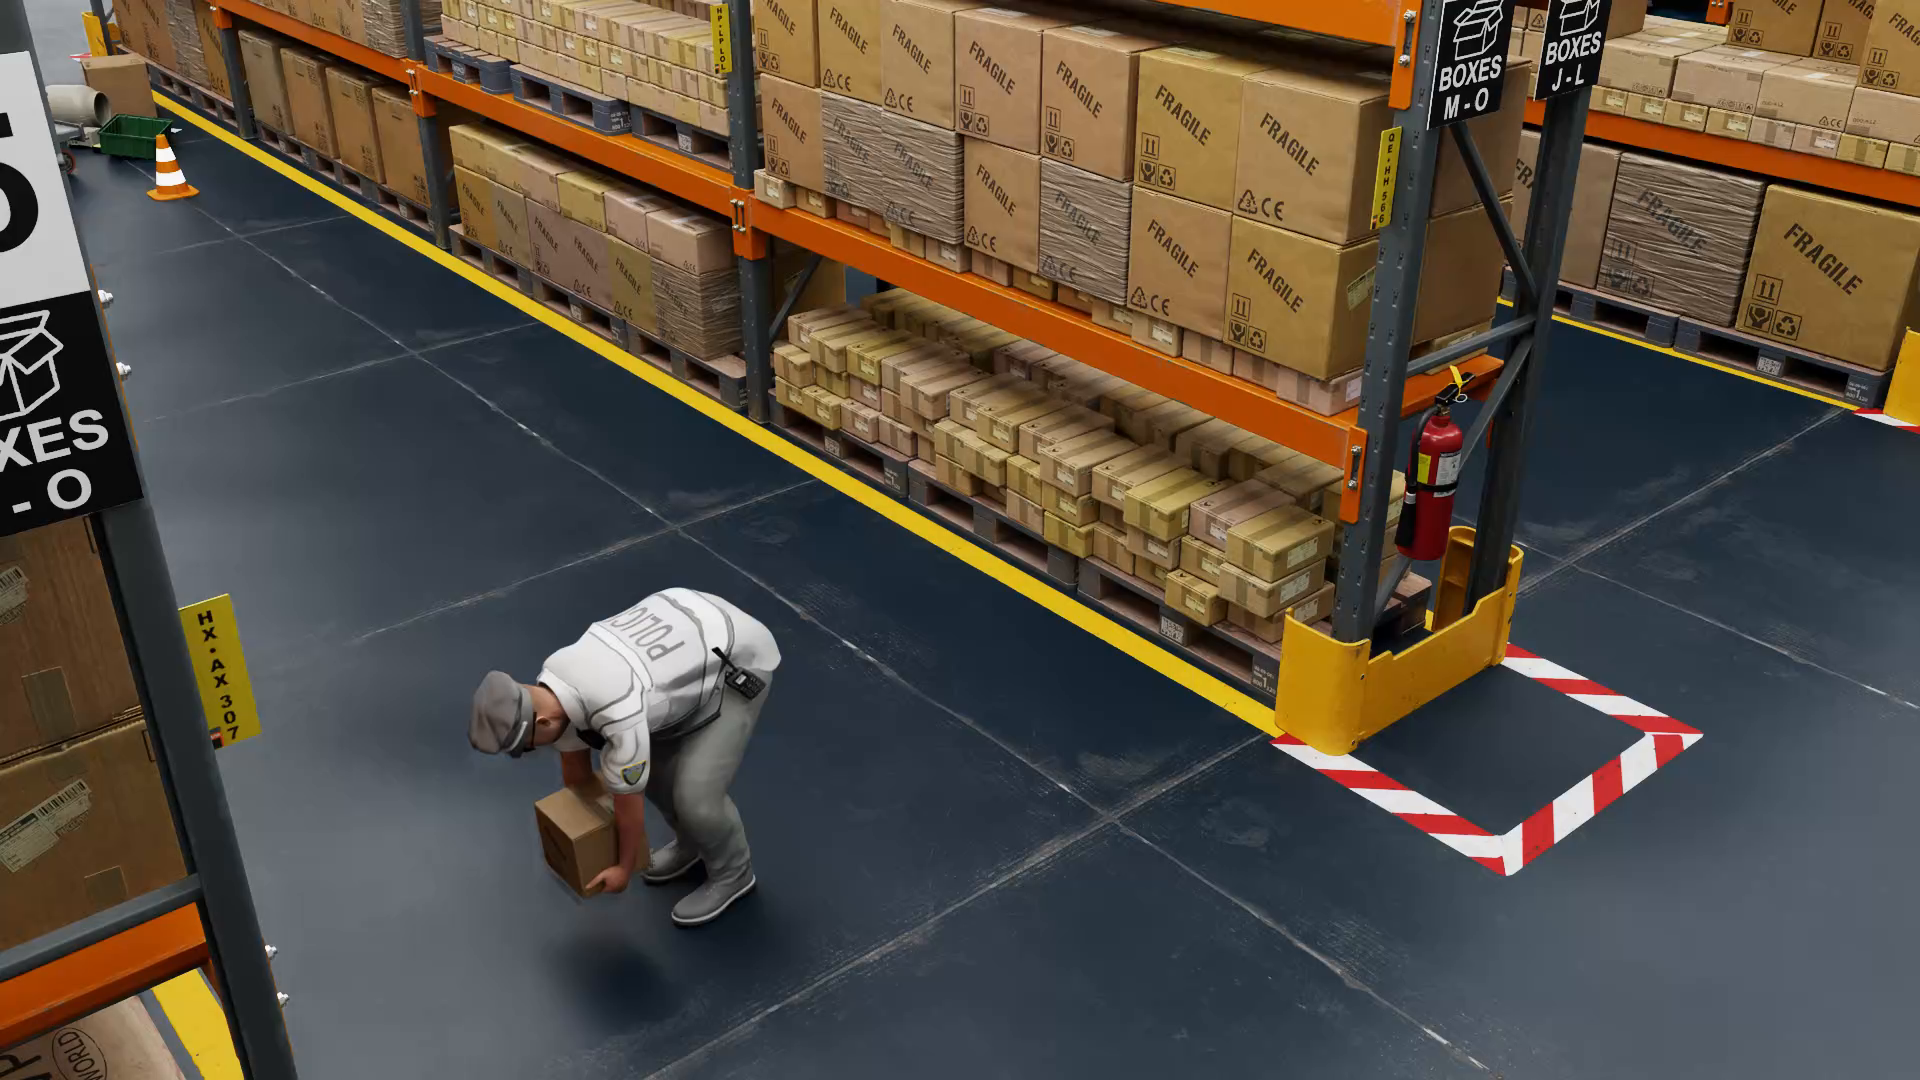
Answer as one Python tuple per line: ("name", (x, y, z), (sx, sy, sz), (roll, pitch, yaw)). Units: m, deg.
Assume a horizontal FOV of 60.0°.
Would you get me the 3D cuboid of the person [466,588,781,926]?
("person", (-1.053, 0.763, 5.364), (1.045, 1.113, 0.490), (-23, 36, -37))
